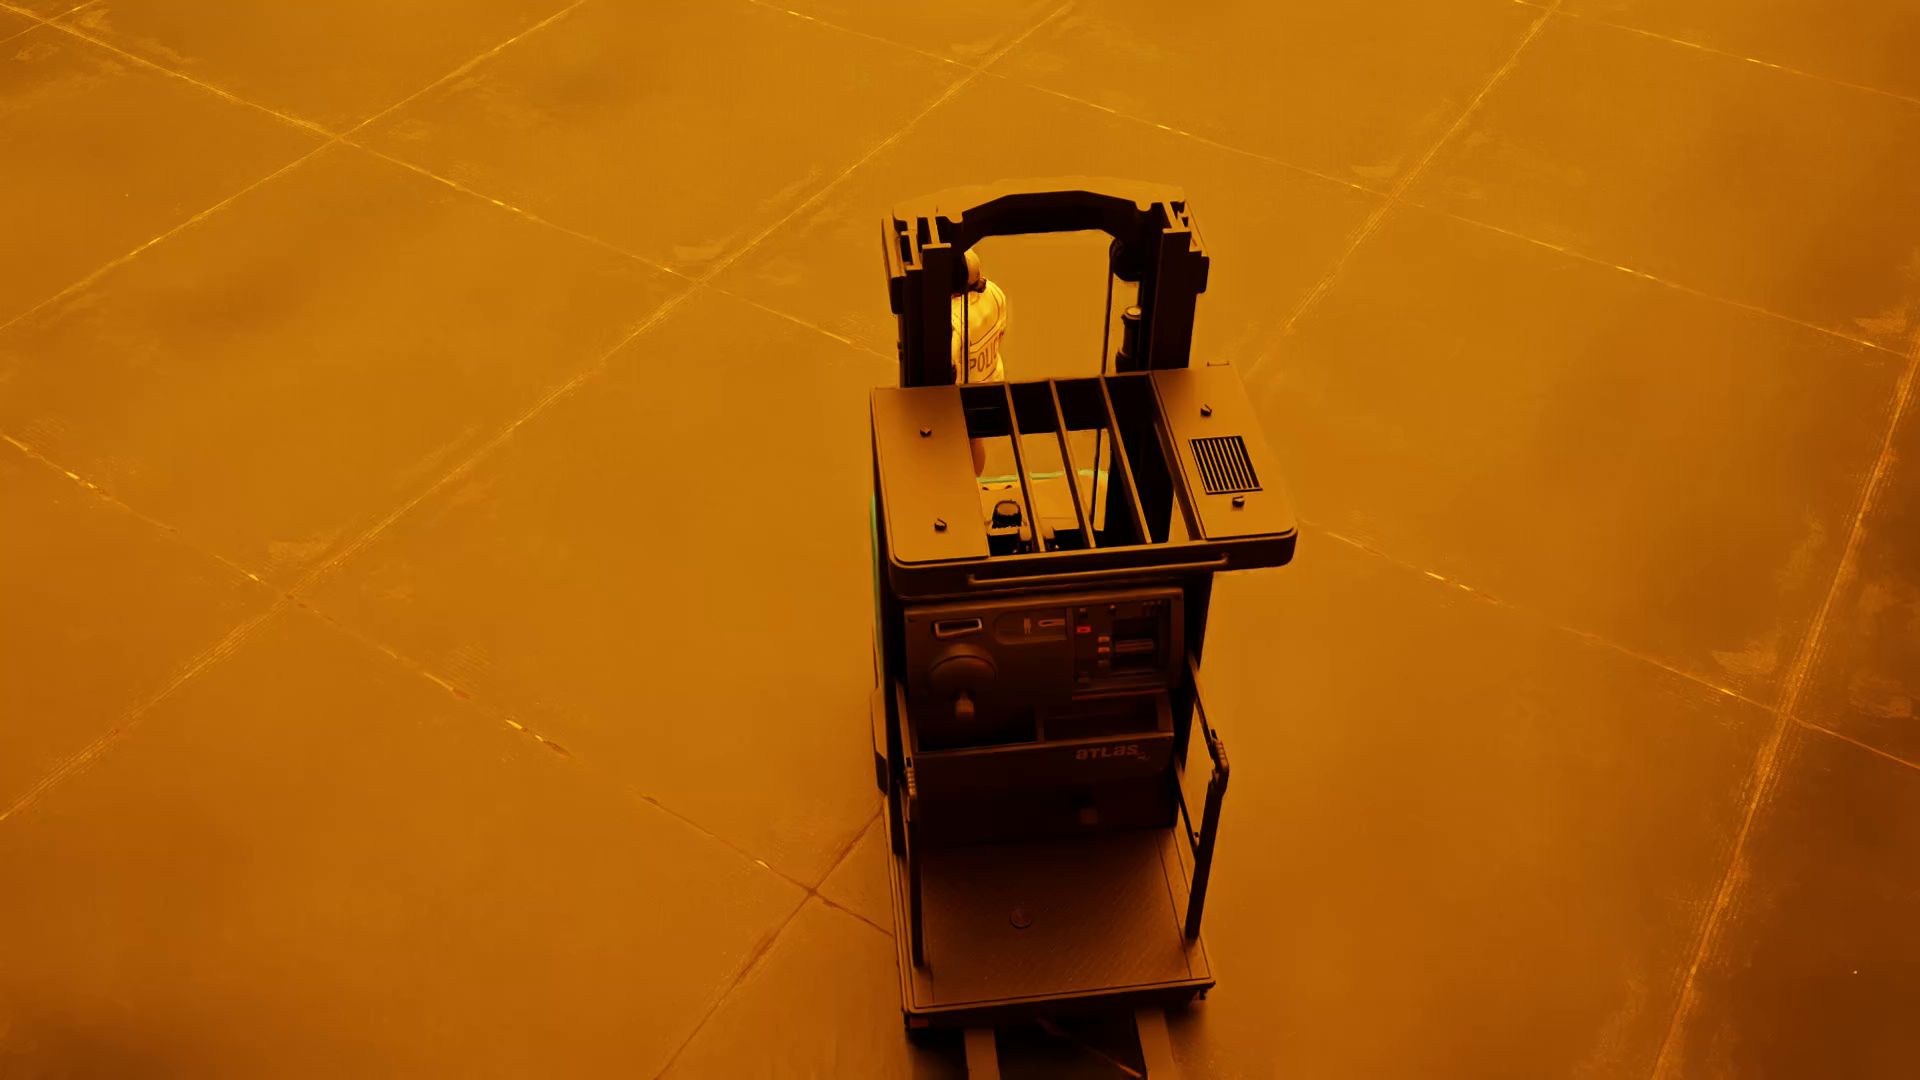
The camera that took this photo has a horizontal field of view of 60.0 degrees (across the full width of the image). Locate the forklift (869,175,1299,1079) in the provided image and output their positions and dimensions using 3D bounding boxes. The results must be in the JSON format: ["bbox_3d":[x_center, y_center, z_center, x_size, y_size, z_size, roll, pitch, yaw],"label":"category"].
[{"bbox_3d":[0.309,0.463,5.361,1.130,2.935,3.031,-5,44,-5],"label":"forklift"}]

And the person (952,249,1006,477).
[{"bbox_3d":[-0.072,-0.648,7.452,0.506,1.672,0.601,23,48,22],"label":"person"}]
